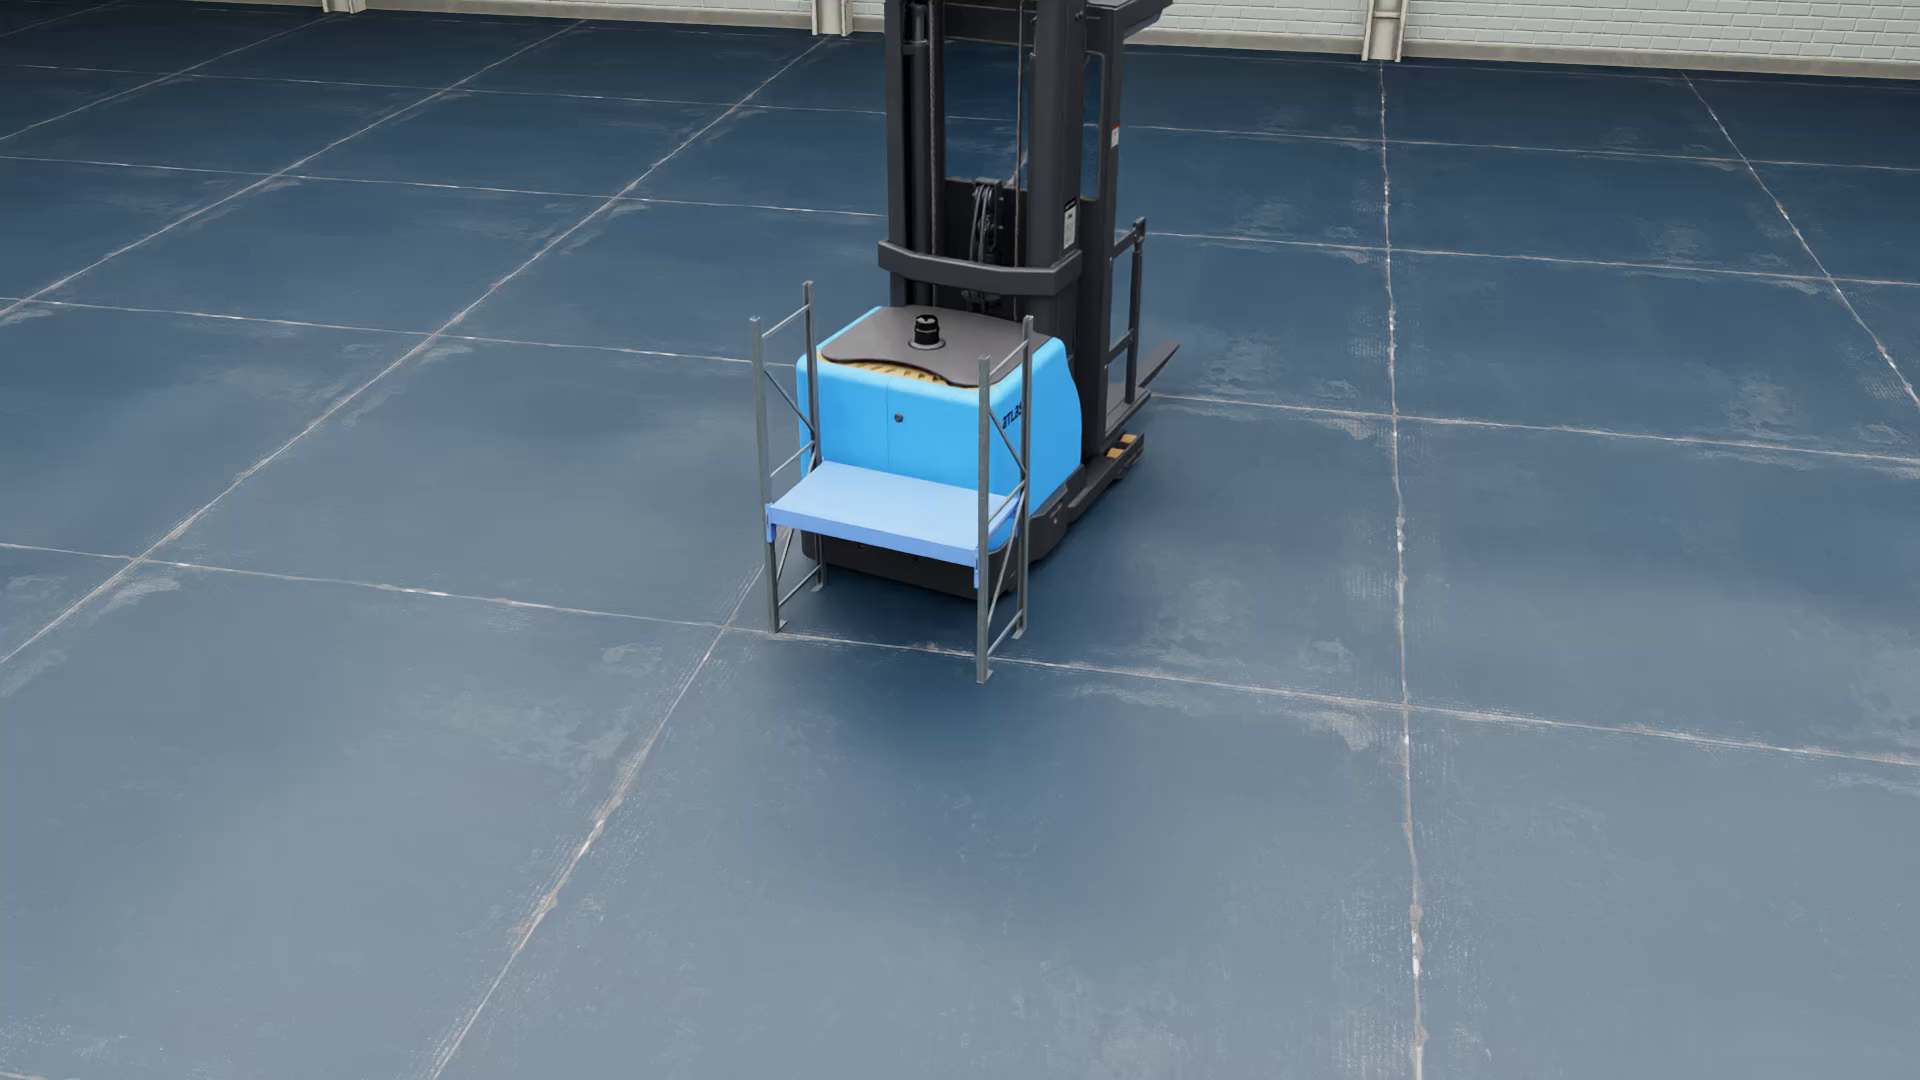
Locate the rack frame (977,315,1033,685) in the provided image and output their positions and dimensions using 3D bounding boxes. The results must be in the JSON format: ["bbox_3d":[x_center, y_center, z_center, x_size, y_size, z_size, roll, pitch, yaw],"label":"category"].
[{"bbox_3d":[0.187,-0.149,6.961,0.032,1.500,0.500,12,31,21],"label":"rack frame"}]

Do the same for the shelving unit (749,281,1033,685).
[{"bbox_3d":[-0.278,-0.248,7.141,1.048,1.500,0.538,12,31,21],"label":"shelving unit"}]

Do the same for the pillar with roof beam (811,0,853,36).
[{"bbox_3d":[-2.325,-7.615,12.789,0.400,9.000,9.100,6,29,11],"label":"pillar with roof beam"}]

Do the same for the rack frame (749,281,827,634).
[{"bbox_3d":[-0.744,-0.346,7.321,0.032,1.500,0.500,12,31,21],"label":"rack frame"}]

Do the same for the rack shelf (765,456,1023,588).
[{"bbox_3d":[-0.278,-0.090,7.227,1.000,0.185,0.538,12,31,21],"label":"rack shelf"}]

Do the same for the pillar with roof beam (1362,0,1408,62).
[{"bbox_3d":[3.543,-7.014,11.690,0.400,9.000,9.100,6,29,11],"label":"pillar with roof beam"}]

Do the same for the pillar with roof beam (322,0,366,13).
[{"bbox_3d":[-8.193,-8.217,13.888,0.400,9.000,9.100,6,29,11],"label":"pillar with roof beam"}]

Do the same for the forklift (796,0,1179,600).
[{"bbox_3d":[0.343,-1.693,8.291,1.130,2.935,3.031,13,31,23],"label":"forklift"}]
